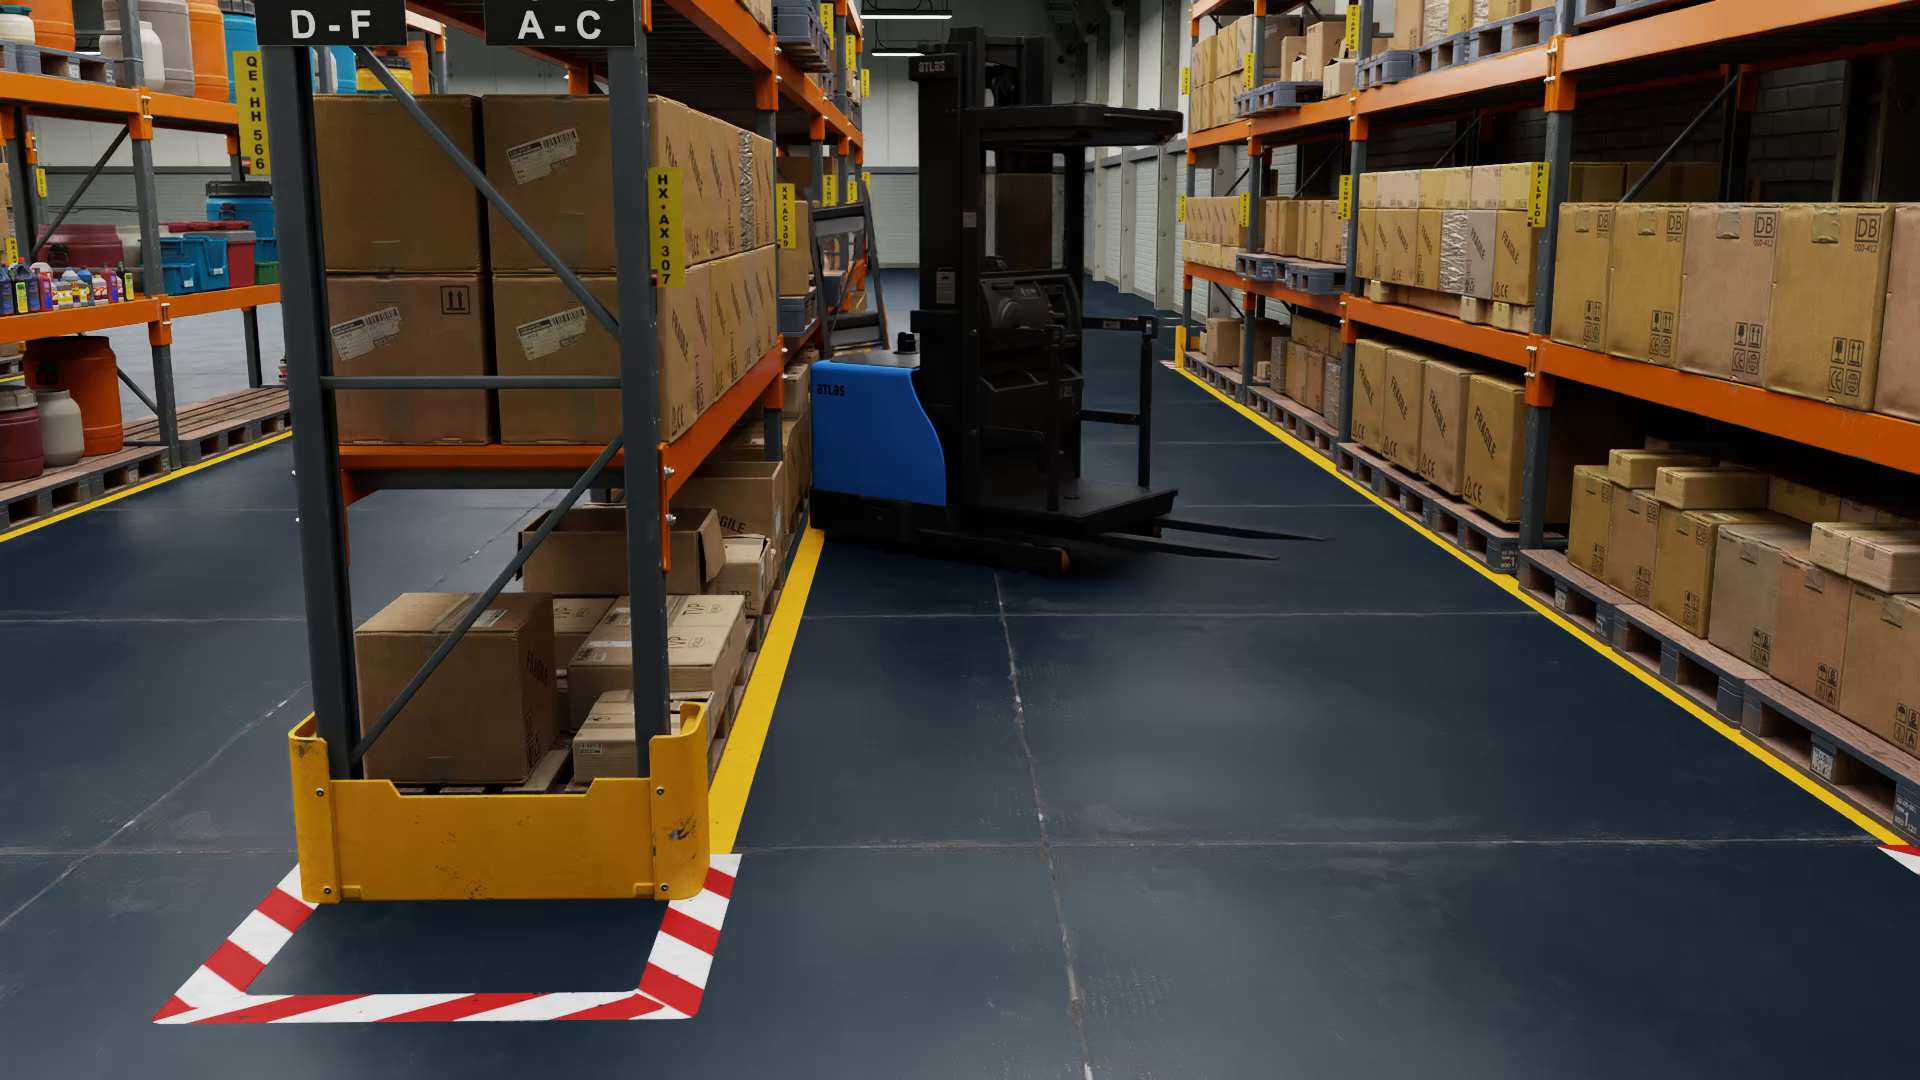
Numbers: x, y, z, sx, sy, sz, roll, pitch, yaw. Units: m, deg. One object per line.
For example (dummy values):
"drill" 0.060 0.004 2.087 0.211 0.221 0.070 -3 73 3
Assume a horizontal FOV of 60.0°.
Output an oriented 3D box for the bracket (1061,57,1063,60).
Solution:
"bracket" 3.128 -14.601 50.345 0.076 0.066 3.189 0 11 -1

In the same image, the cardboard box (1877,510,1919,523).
"cardboard box" 3.671 -0.018 6.202 0.380 0.149 0.250 0 11 -1

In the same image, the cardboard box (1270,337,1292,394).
"cardboard box" 3.383 -1.684 15.995 0.700 0.500 0.500 0 11 1

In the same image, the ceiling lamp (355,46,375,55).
"ceiling lamp" -15.748 -14.416 43.802 2.000 3.185 0.800 0 11 -1

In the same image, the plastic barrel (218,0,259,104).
"plastic barrel" -6.299 -4.154 14.187 0.600 0.901 0.708 0 11 -1

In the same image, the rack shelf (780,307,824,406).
"rack shelf" -1.477 -1.273 10.599 1.077 0.370 4.000 0 11 -1

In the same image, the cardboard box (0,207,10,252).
"cardboard box" -11.474 -3.560 19.063 0.875 0.500 0.500 0 11 -1

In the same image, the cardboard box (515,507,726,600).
"cardboard box" -1.392 0.153 6.932 0.797 0.503 0.637 0 11 -1

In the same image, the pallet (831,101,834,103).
"pallet" -1.570 -4.019 15.264 0.805 0.209 1.217 -1 11 -3

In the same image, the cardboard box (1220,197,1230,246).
"cardboard box" 3.016 -3.335 17.395 0.500 0.500 0.500 0 11 -1

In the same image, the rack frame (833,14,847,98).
"rack frame" -1.601 -5.758 15.810 1.000 3.000 0.127 0 11 -1

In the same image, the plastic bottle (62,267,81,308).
"plastic bottle" -6.039 -1.716 11.295 0.097 0.271 0.097 0 11 0

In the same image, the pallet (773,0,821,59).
"pallet" -1.379 -2.736 8.929 1.213 0.211 1.003 0 11 -1

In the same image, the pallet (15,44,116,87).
"pallet" -6.553 -3.229 11.360 1.003 0.211 1.213 0 11 -1

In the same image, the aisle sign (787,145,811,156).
"aisle sign" -1.991 -4.899 20.126 0.394 0.787 0.004 0 11 -1

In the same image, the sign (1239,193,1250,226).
"sign" 2.809 -3.260 16.406 0.100 0.325 0.005 0 11 -1

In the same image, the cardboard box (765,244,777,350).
"cardboard box" -1.169 -1.179 8.074 0.500 0.500 0.500 0 11 0

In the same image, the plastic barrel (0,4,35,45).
"plastic barrel" -6.302 -3.399 11.017 0.301 0.262 0.301 0 11 0

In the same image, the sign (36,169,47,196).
"sign" -11.033 -4.294 19.974 0.100 0.325 0.005 0 11 -1

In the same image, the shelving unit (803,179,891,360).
"shelving unit" -0.676 -1.276 10.946 0.431 2.100 0.503 -8 11 -1

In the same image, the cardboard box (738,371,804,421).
"cardboard box" -1.223 -0.882 10.157 0.500 0.250 0.500 0 11 -1

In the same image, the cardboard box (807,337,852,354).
"cardboard box" -1.289 -1.769 15.682 0.500 0.311 0.500 0 11 0

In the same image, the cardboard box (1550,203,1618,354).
"cardboard box" 3.512 -1.288 8.111 0.980 0.700 0.700 0 11 0

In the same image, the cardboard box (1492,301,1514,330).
"cardboard box" 3.198 -1.252 9.268 0.380 0.149 0.250 0 11 0

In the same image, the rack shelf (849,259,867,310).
"rack shelf" -1.643 -2.863 18.438 1.077 0.370 4.000 0 11 -1

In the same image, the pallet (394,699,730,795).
"pallet" -1.372 0.760 5.782 1.003 0.211 1.213 0 11 -1

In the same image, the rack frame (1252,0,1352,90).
"rack frame" 3.351 -5.780 15.914 1.000 3.000 0.127 0 11 -1

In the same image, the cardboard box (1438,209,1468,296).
"cardboard box" 3.233 -1.746 10.070 0.500 0.500 0.500 0 11 -1

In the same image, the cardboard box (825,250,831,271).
"cardboard box" -1.399 -2.578 15.562 0.396 0.266 0.258 -1 11 -3

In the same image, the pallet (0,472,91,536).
"pallet" -6.391 -0.239 10.704 1.003 0.211 1.213 0 11 -1

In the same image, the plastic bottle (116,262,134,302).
"plastic bottle" -6.036 -1.868 12.015 0.061 0.283 0.133 0 11 -1

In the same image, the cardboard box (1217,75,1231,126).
"cardboard box" 3.047 -4.678 17.728 0.500 0.500 0.500 -1 11 -3

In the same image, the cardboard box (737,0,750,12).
"cardboard box" -1.141 -2.330 6.834 0.500 0.250 0.500 0 11 -1

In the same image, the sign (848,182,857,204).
"sign" -1.059 -3.351 16.320 0.100 0.325 0.005 0 11 -1

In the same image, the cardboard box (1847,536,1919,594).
"cardboard box" 3.300 0.084 5.701 0.380 0.149 0.250 0 11 -2

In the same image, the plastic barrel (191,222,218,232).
"plastic barrel" -6.738 -2.528 14.636 0.433 0.535 0.433 0 11 0

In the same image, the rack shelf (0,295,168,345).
"rack shelf" -6.430 -1.254 10.503 1.077 0.370 4.000 0 11 -1

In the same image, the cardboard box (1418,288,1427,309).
"cardboard box" 3.264 -1.609 11.027 0.380 0.149 0.250 0 11 0

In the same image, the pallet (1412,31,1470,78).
"pallet" 3.526 -3.072 10.587 1.003 0.211 1.213 0 11 1

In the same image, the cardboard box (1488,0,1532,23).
"cardboard box" 3.532 -3.270 9.729 0.700 0.500 0.500 0 11 -2

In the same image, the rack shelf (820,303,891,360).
"rack shelf" -0.675 -1.262 10.948 0.431 0.518 0.480 -8 11 -1

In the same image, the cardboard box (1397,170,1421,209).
"cardboard box" 3.212 -2.319 11.009 0.500 0.250 0.500 0 11 -1

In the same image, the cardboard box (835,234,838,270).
"cardboard box" -1.634 -3.060 17.348 0.700 0.500 0.500 0 11 -2

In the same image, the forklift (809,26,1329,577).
"forklift" 0.579 -1.353 9.356 3.031 2.935 1.130 8 14 35

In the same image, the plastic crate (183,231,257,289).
"plastic crate" -6.198 -2.357 13.974 0.402 0.464 0.583 0 11 -1

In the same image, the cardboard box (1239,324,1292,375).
"cardboard box" 3.290 -2.036 17.732 0.500 0.500 0.500 -1 12 -5

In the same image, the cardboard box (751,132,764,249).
"cardboard box" -1.153 -1.566 7.467 0.500 0.500 0.500 0 11 -2

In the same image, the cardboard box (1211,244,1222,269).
"cardboard box" 3.011 -3.068 17.963 0.500 0.250 0.500 0 11 -1

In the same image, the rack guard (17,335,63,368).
"rack guard" -11.587 -2.333 20.303 1.175 0.500 0.348 0 11 -1

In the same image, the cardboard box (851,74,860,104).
"cardboard box" -1.385 -4.976 18.313 0.500 0.311 0.500 1 12 6

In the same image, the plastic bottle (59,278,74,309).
"plastic bottle" -6.037 -1.662 11.207 0.097 0.201 0.097 0 11 0

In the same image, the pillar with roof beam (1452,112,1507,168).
"pillar with roof beam" -0.032 -5.229 13.199 9.100 9.000 0.400 0 11 -1

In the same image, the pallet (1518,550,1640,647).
"pallet" 3.454 0.269 8.203 1.003 0.211 1.213 0 11 -1

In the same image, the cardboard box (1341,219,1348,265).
"cardboard box" 3.414 -2.402 12.998 0.700 0.500 0.500 -2 12 -8

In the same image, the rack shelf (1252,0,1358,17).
"rack shelf" 3.393 -4.833 14.066 1.077 0.370 4.000 0 11 -1

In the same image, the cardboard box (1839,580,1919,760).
"cardboard box" 3.485 0.426 5.644 0.700 0.500 0.500 0 11 -1

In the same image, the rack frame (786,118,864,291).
"rack frame" -1.684 -3.613 20.326 1.000 3.000 0.127 0 11 -1

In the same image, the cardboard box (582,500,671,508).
"cardboard box" -1.644 -0.042 8.376 0.500 0.311 0.500 0 11 -1

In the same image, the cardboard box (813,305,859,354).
"cardboard box" -1.298 -2.138 17.025 0.500 0.500 0.500 0 11 -1

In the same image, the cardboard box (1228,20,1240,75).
"cardboard box" 3.048 -5.066 17.126 0.500 0.500 0.500 0 11 2
